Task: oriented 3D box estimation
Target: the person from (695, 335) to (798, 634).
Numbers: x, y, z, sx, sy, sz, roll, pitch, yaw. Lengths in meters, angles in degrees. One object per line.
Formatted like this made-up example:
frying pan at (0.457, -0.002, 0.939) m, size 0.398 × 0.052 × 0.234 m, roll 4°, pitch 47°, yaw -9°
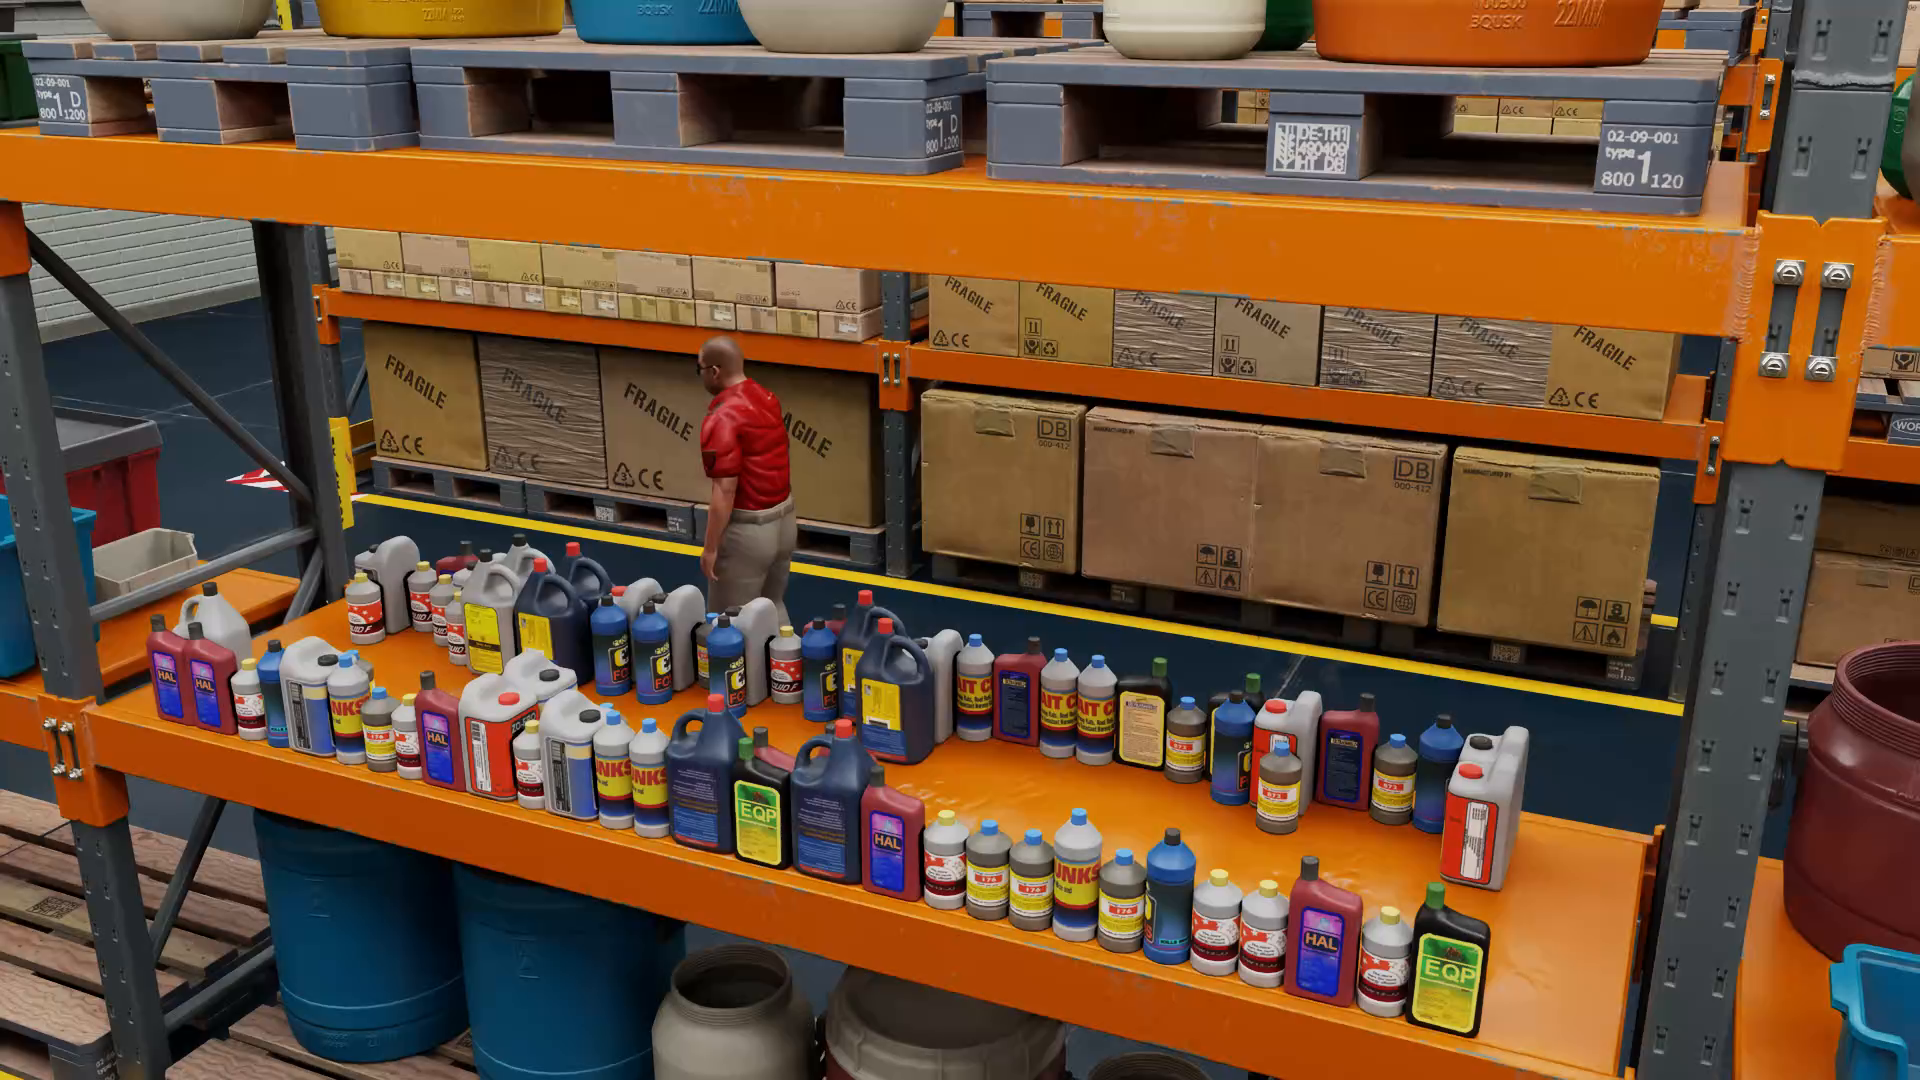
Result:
person at (-0.924, -0.026, 7.162) m, size 0.389 × 1.726 × 0.588 m, roll 8°, pitch 20°, yaw 22°
